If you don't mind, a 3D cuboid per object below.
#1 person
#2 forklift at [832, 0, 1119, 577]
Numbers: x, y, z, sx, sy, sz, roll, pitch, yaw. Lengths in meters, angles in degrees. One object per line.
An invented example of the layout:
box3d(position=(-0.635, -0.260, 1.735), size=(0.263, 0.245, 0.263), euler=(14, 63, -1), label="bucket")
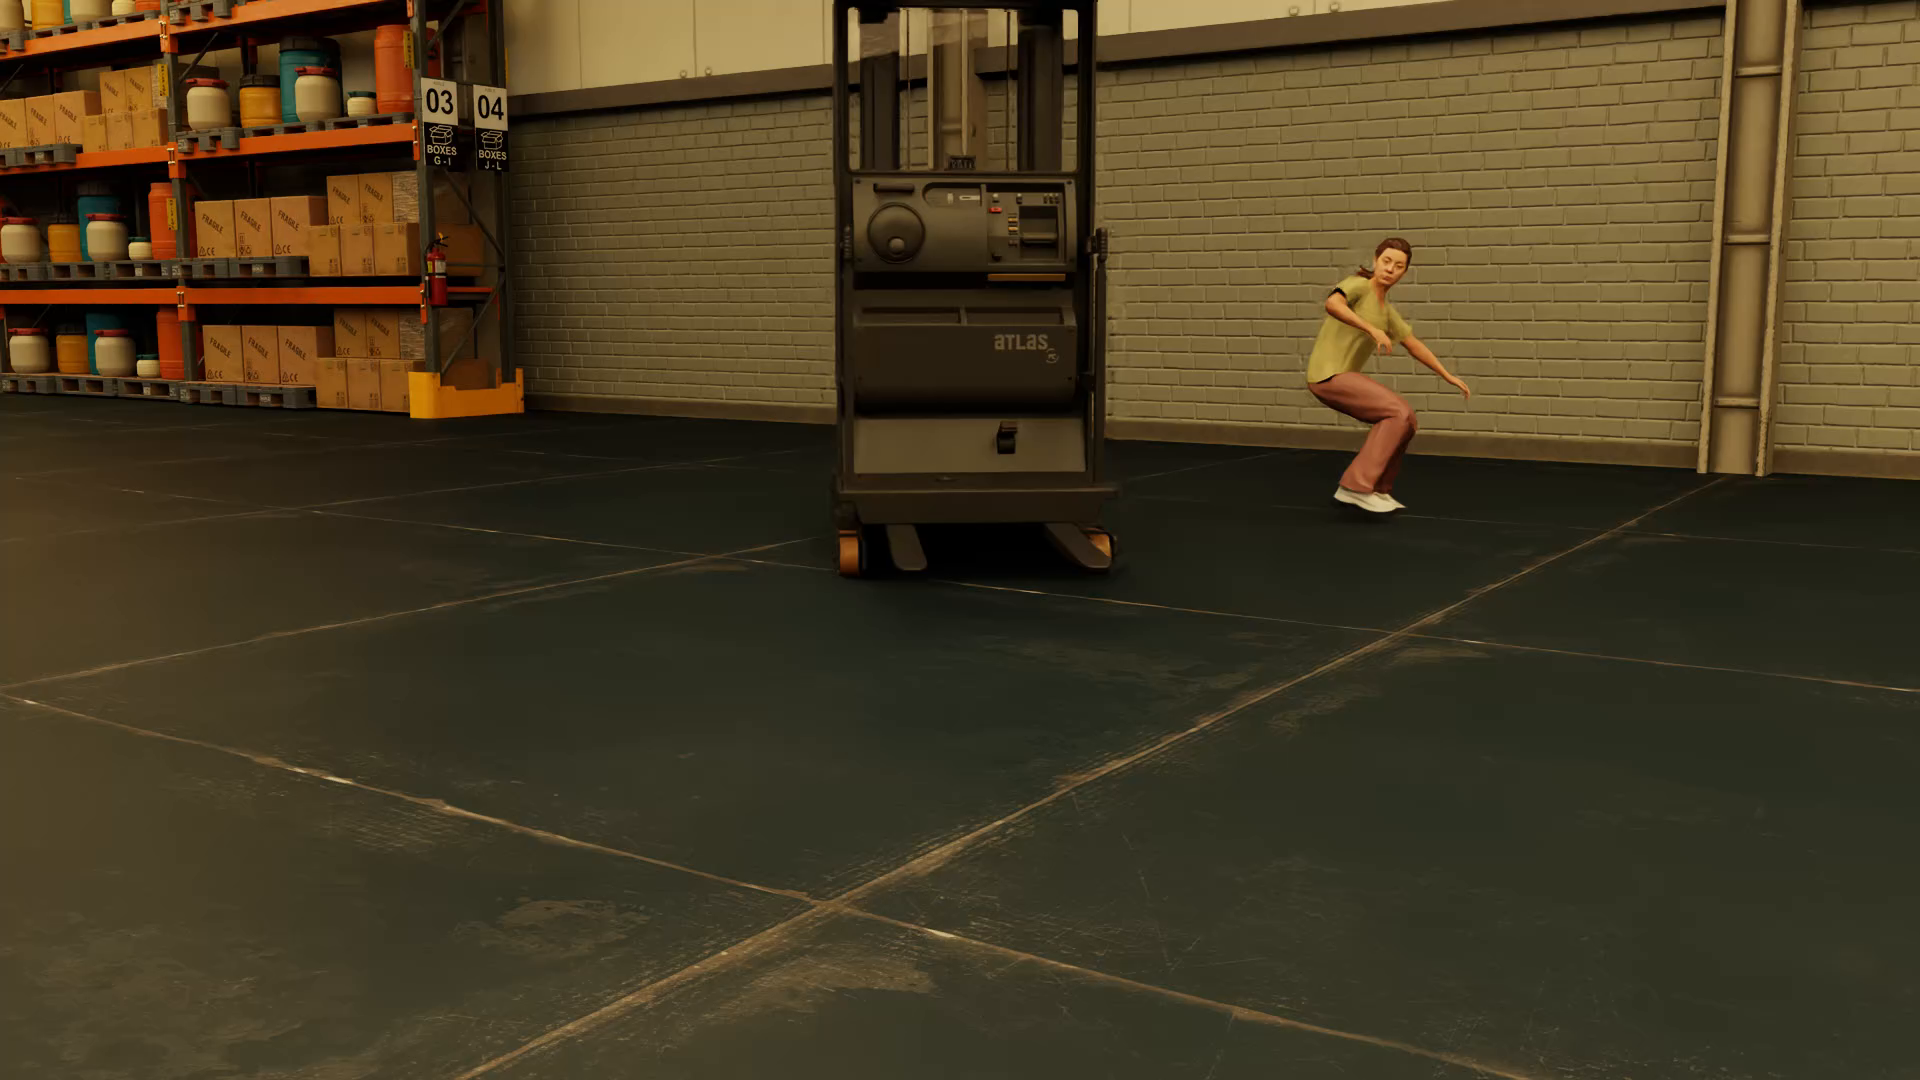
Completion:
box3d(position=(2.154, -0.804, 8.422), size=(0.749, 1.433, 0.771), euler=(4, 9, 26), label="person")
box3d(position=(0.038, -1.351, 6.696), size=(1.130, 2.935, 3.031), euler=(-1, 8, -4), label="forklift")
